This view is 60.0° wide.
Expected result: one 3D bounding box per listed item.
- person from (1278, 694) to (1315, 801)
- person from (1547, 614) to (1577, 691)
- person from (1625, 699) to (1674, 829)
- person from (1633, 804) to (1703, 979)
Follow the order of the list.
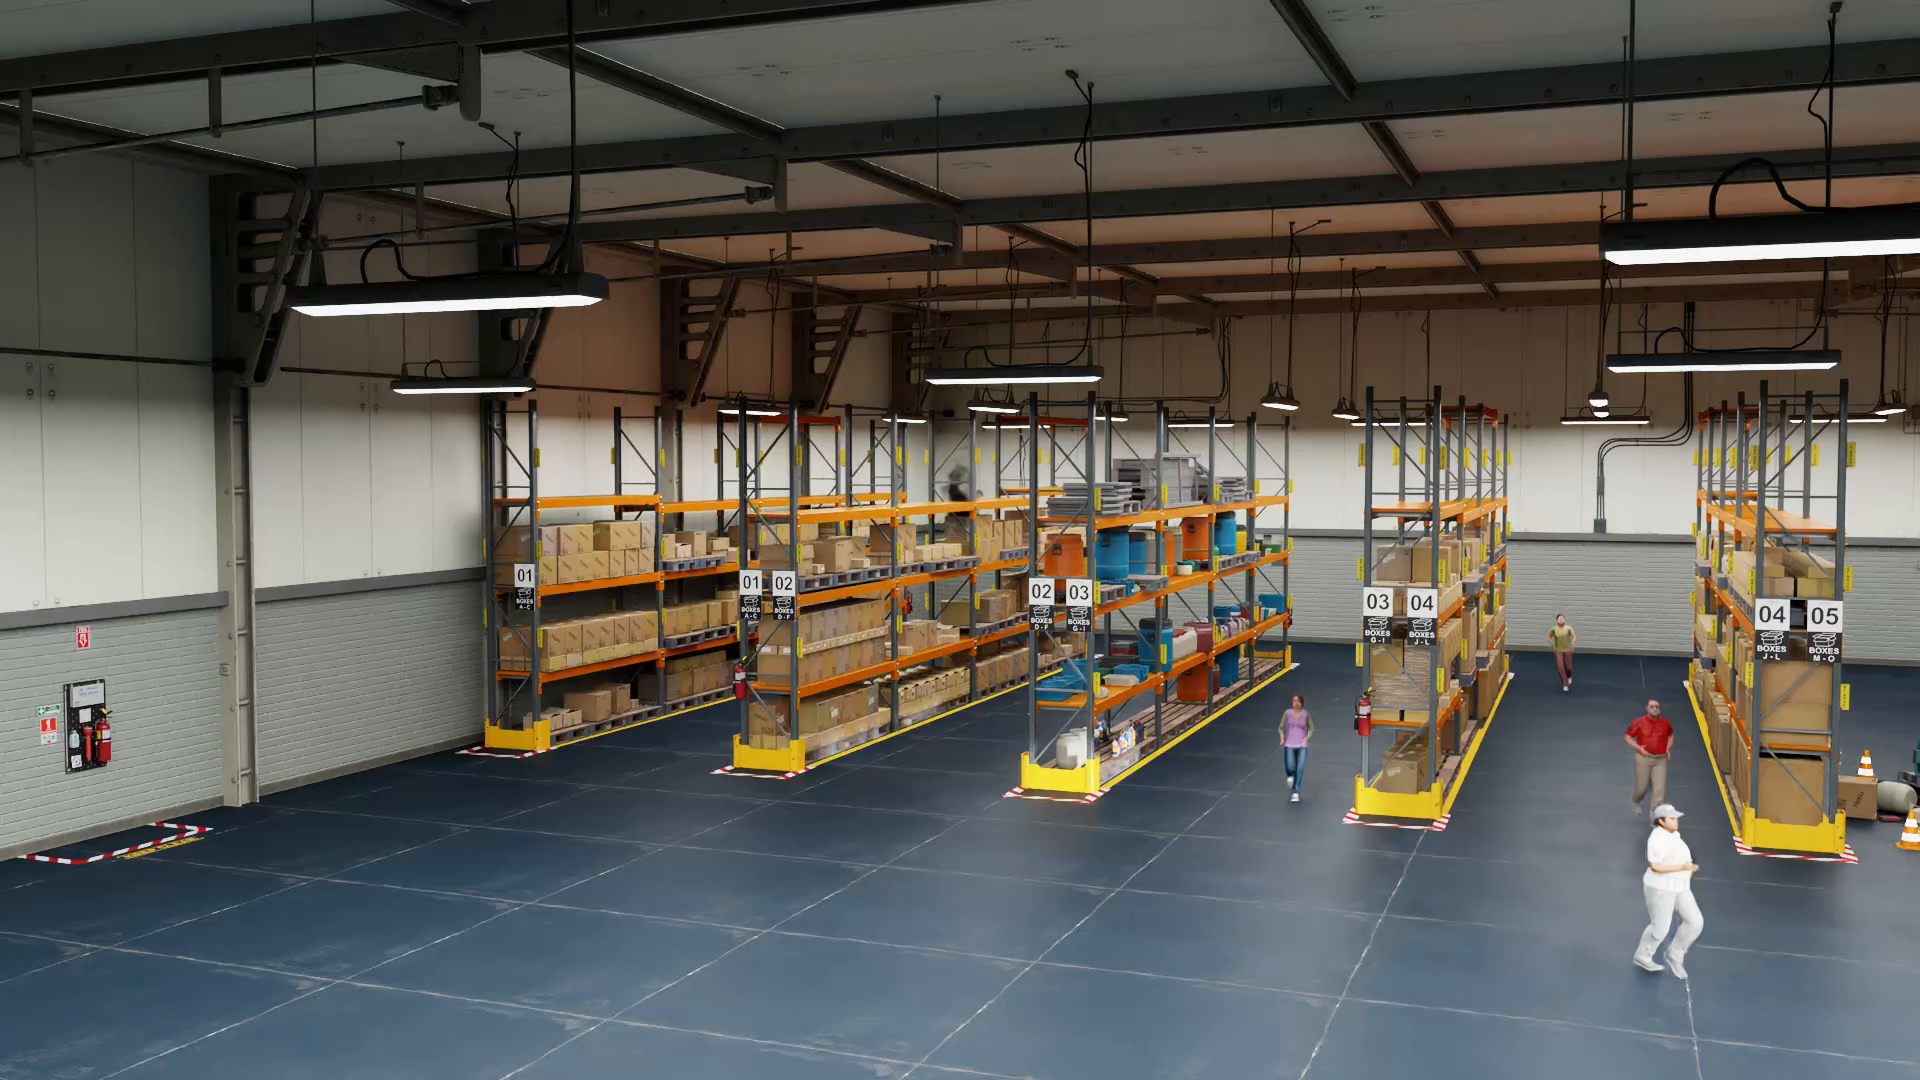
[{"bbox_3d":[4.924,3.025,24.357,0.527,1.542,0.560,1,3,14],"label":"person"},{"bbox_3d":[13.047,2.418,36.062,0.599,1.639,0.688,1,3,20],"label":"person"},{"bbox_3d":[9.406,3.015,22.642,0.676,1.709,0.867,0,3,6],"label":"person"},{"bbox_3d":[6.836,3.393,16.002,0.583,1.700,0.660,-2,3,-36],"label":"person"}]
